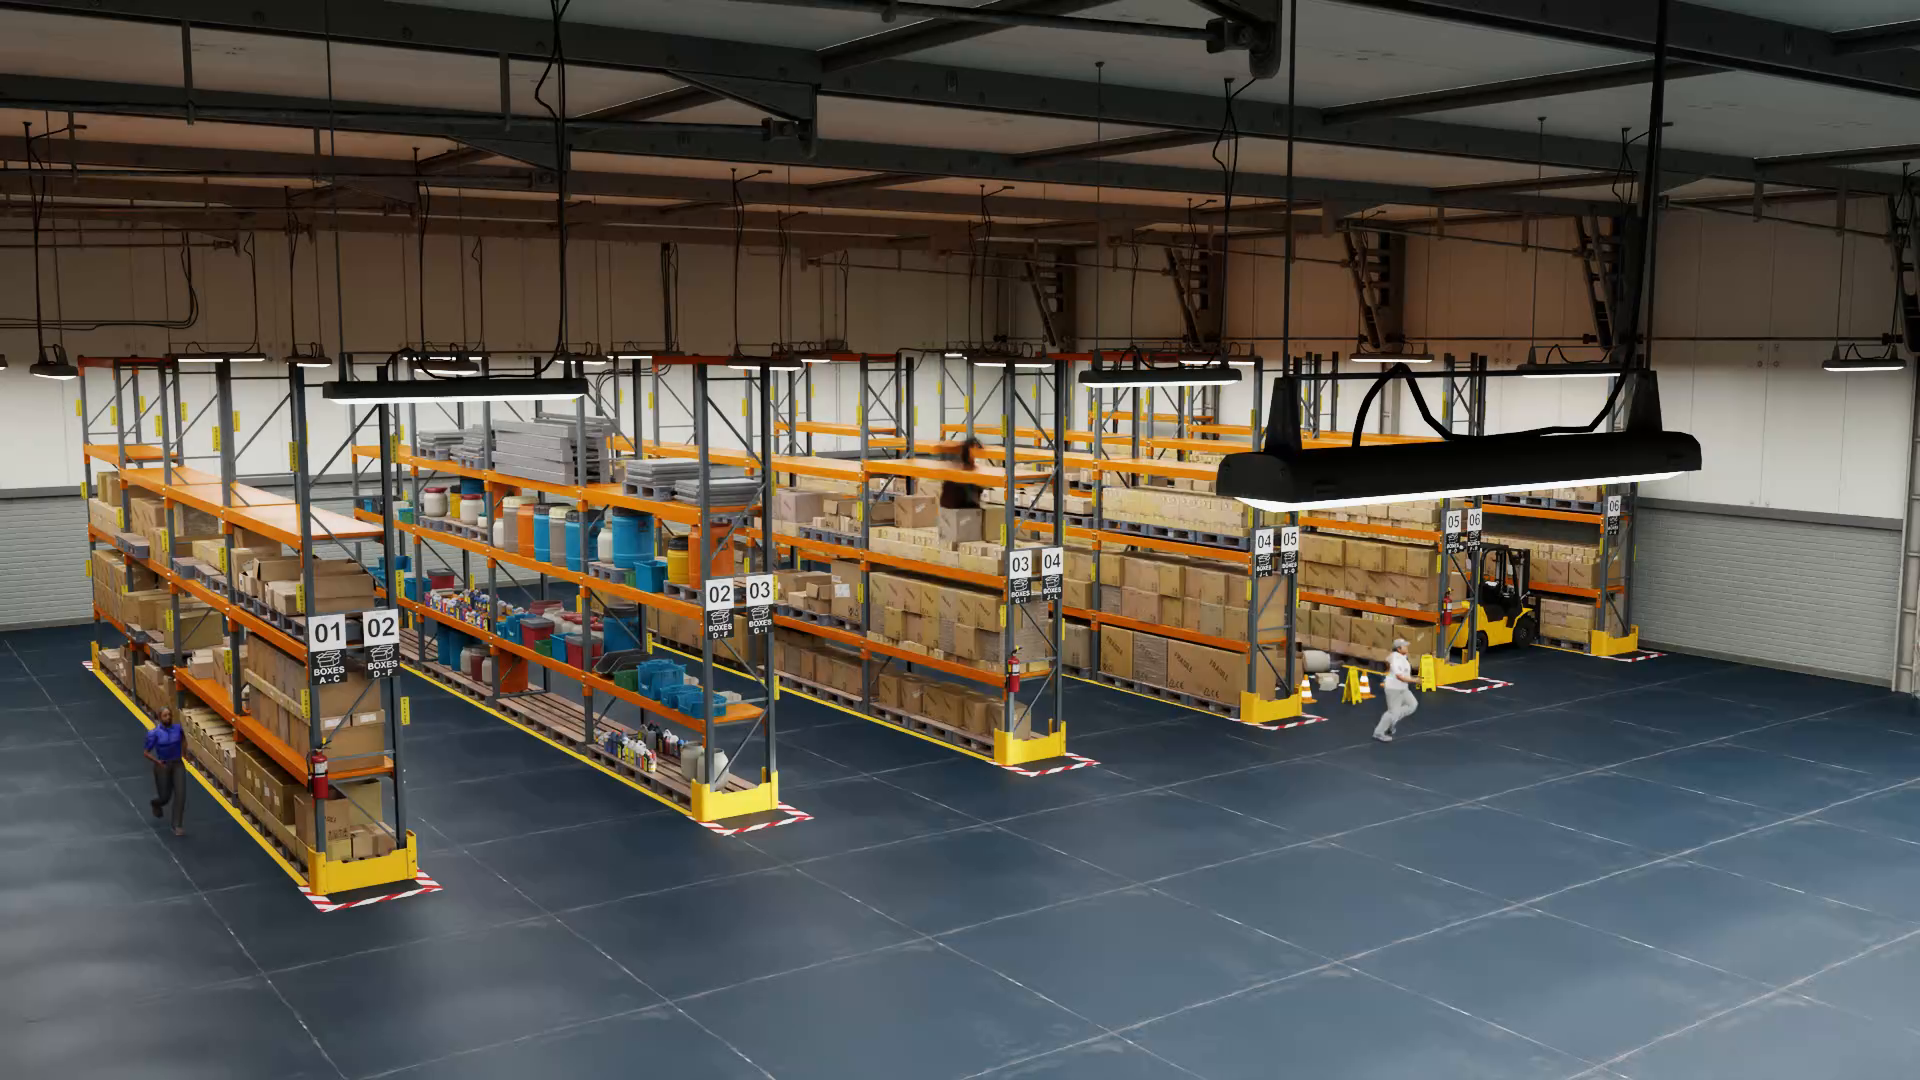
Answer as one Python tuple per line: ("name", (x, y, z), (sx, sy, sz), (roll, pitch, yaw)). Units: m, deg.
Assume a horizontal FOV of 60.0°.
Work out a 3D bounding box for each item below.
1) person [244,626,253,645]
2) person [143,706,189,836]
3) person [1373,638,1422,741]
("person", (-13.850, 1.568, 32.210), (0.800, 1.751, 0.610), (6, 9, 41))
("person", (-10.180, 2.945, 21.386), (0.782, 1.641, 0.578), (7, 10, 43))
("person", (6.914, 2.342, 26.200), (0.732, 1.625, 0.634), (3, 7, 20))
